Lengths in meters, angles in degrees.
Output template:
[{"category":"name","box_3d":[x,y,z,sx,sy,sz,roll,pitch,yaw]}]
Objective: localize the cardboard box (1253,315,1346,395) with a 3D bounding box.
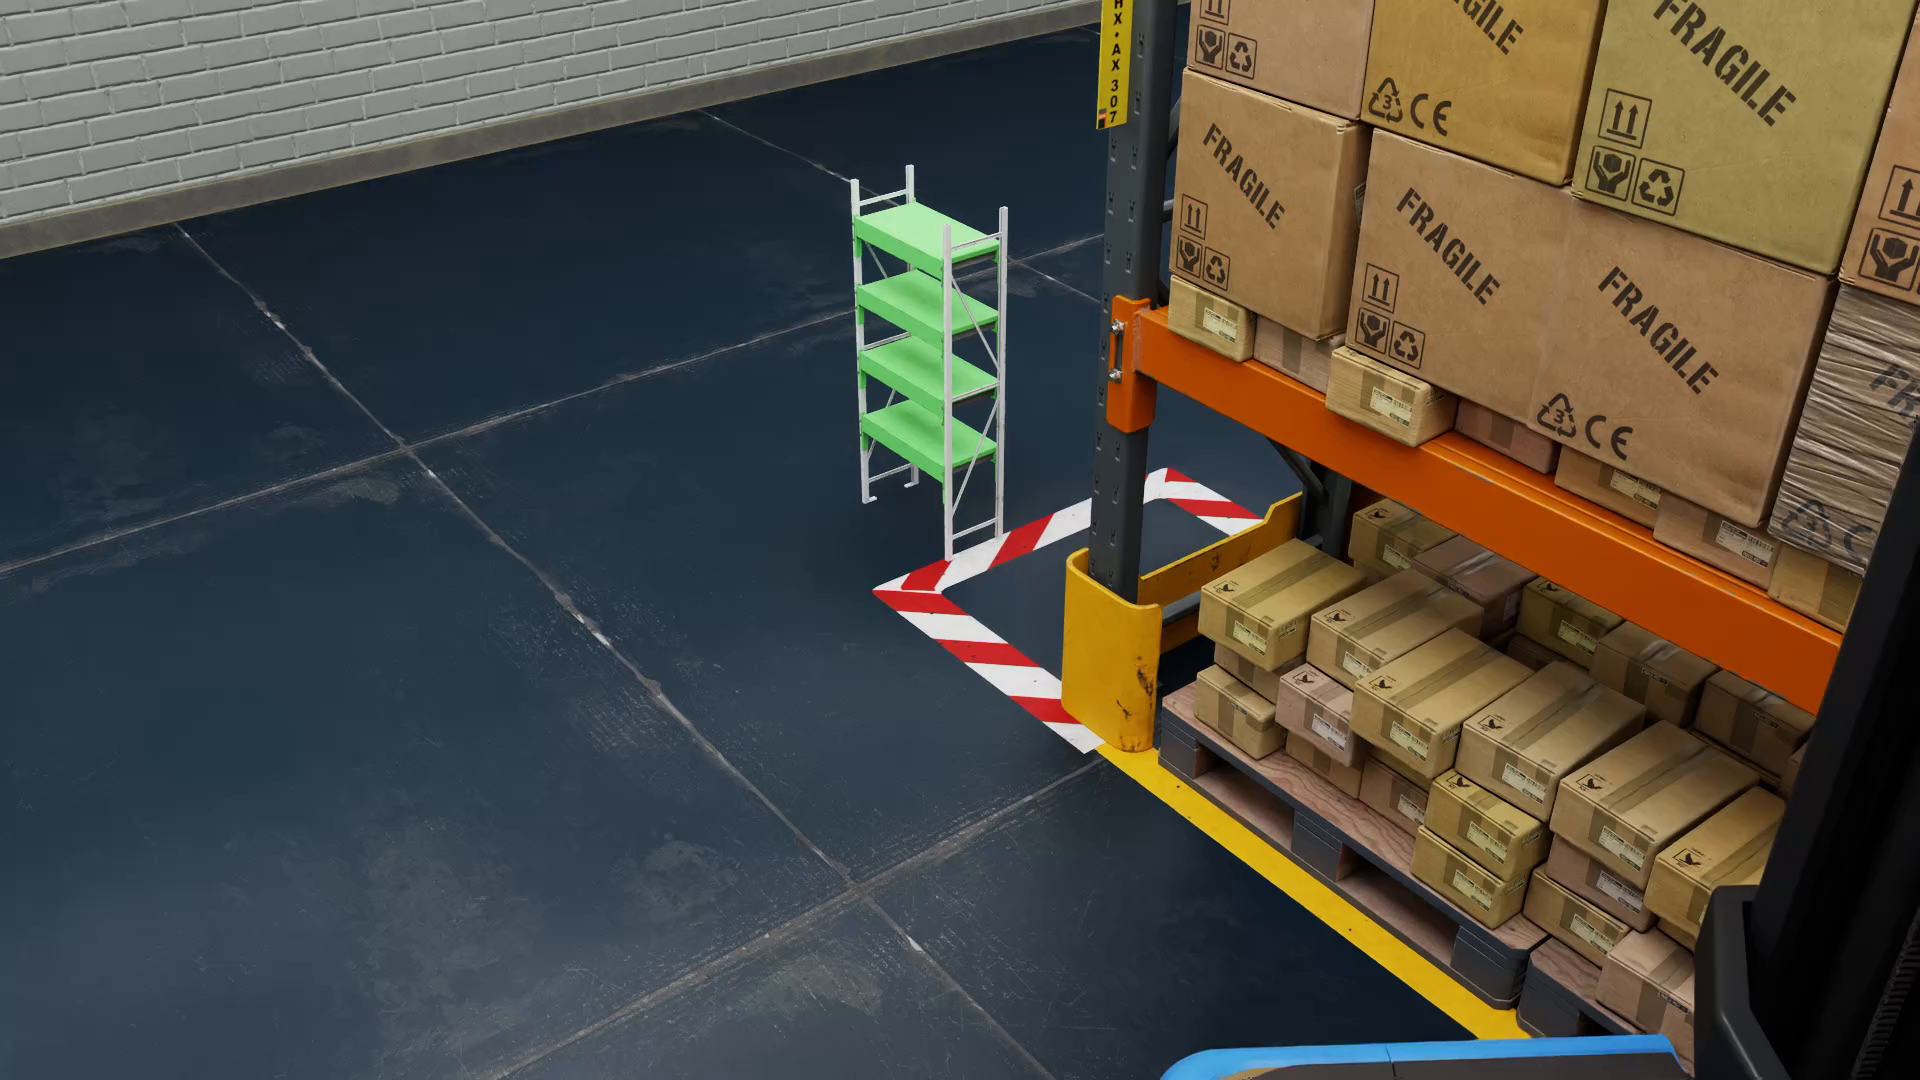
[{"category":"cardboard box","box_3d":[0.924,-0.501,3.952,0.380,0.149,0.250,-21,37,-30]}]

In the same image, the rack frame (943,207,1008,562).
[{"category":"rack frame","box_3d":[0.048,-0.477,5.381,0.240,1.200,0.015,-22,38,-31]}]

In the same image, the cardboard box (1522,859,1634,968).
[{"category":"cardboard box","box_3d":[1.549,0.814,3.900,0.380,0.149,0.250,-22,38,-31]}]

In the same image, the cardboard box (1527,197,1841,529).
[{"category":"cardboard box","box_3d":[1.491,-0.411,3.192,0.500,0.500,0.500,-22,38,-31]}]

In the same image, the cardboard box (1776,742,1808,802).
[{"category":"cardboard box","box_3d":[2.080,0.535,3.786,0.380,0.149,0.250,-24,39,-33]}]

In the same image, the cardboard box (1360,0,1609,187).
[{"category":"cardboard box","box_3d":[1.176,-1.054,3.280,0.500,0.500,0.500,-21,38,-30]}]

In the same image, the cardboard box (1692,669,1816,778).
[{"category":"cardboard box","box_3d":[2.006,0.389,4.020,0.380,0.149,0.250,-21,37,-30]}]

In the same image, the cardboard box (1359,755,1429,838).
[{"category":"cardboard box","box_3d":[1.247,0.597,4.250,0.380,0.149,0.250,-22,38,-31]}]

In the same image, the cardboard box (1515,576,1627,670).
[{"category":"cardboard box","box_3d":[1.688,0.167,4.378,0.380,0.149,0.250,-23,39,-32]}]

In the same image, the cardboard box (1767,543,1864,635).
[{"category":"cardboard box","box_3d":[1.732,0.040,3.081,0.380,0.149,0.250,-21,37,-30]}]

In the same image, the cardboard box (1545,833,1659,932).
[{"category":"cardboard box","box_3d":[1.567,0.694,3.812,0.380,0.149,0.250,-24,39,-34]}]

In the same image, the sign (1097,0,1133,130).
[{"category":"sign","box_3d":[0.367,-1.134,3.912,0.100,0.325,0.005,-22,38,-31]}]

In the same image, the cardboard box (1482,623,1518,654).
[{"category":"cardboard box","box_3d":[1.462,0.219,4.577,0.380,0.149,0.250,-23,39,-32]}]

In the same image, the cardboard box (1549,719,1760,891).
[{"category":"cardboard box","box_3d":[1.546,0.584,3.707,0.380,0.149,0.250,-21,37,-30]}]

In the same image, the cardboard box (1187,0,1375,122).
[{"category":"cardboard box","box_3d":[0.861,-1.262,3.615,0.500,0.500,0.500,-23,38,-32]}]

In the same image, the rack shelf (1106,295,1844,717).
[{"category":"rack shelf","box_3d":[2.022,0.197,3.271,1.077,0.370,4.000,-22,38,-31]}]

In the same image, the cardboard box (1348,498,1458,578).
[{"category":"cardboard box","box_3d":[1.320,-0.023,4.684,0.380,0.149,0.250,-22,38,-31]}]

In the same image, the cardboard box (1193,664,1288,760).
[{"category":"cardboard box","box_3d":[0.864,0.413,4.546,0.380,0.149,0.250,-21,38,-30]}]

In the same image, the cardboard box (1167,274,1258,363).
[{"category":"cardboard box","box_3d":[0.735,-0.594,4.101,0.380,0.149,0.250,-23,38,-32]}]

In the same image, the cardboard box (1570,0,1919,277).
[{"category":"cardboard box","box_3d":[1.477,-0.830,2.919,0.500,0.500,0.500,-23,39,-32]}]

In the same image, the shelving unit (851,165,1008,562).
[{"category":"shelving unit","box_3d":[-0.102,-0.579,5.545,0.258,1.200,0.503,-22,38,-31]}]

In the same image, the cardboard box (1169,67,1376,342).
[{"category":"cardboard box","box_3d":[0.853,-0.834,3.873,0.500,0.500,0.500,-20,37,-29]}]

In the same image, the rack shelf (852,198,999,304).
[{"category":"rack shelf","box_3d":[-0.102,-0.932,5.325,0.258,0.148,0.480,-22,38,-31]}]

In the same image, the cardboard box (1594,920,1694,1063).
[{"category":"cardboard box","box_3d":[1.633,0.946,3.688,0.380,0.149,0.250,-24,39,-34]}]

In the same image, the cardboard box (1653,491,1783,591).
[{"category":"cardboard box","box_3d":[1.590,-0.075,3.266,0.380,0.149,0.250,-23,39,-32]}]

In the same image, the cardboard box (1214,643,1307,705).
[{"category":"cardboard box","box_3d":[0.914,0.266,4.501,0.380,0.149,0.250,-21,37,-29]}]

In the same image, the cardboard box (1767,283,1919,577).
[{"category":"cardboard box","box_3d":[1.809,-0.201,2.853,0.500,0.500,0.500,-23,39,-33]}]

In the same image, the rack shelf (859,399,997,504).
[{"category":"rack shelf","box_3d":[-0.102,-0.321,5.705,0.258,0.148,0.480,-22,38,-31]}]

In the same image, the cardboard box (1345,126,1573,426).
[{"category":"cardboard box","box_3d":[1.201,-0.619,3.527,0.500,0.500,0.500,-22,38,-31]}]

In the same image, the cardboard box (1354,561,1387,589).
[{"category":"cardboard box","box_3d":[1.345,0.092,4.781,0.380,0.149,0.250,-23,39,-33]}]

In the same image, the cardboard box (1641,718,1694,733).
[{"category":"cardboard box","box_3d":[1.748,0.454,4.199,0.380,0.149,0.250,-23,38,-32]}]

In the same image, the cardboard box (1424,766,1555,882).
[{"category":"cardboard box","box_3d":[1.329,0.614,3.941,0.380,0.149,0.250,-21,38,-30]}]

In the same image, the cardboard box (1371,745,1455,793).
[{"category":"cardboard box","box_3d":[1.257,0.472,4.169,0.380,0.149,0.250,-22,38,-31]}]

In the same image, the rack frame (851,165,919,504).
[{"category":"rack frame","box_3d":[-0.251,-0.680,5.708,0.240,1.200,0.015,-22,38,-31]}]

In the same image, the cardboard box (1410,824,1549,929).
[{"category":"cardboard box","box_3d":[1.317,0.739,4.022,0.380,0.149,0.250,-22,38,-31]}]

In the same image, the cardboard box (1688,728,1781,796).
[{"category":"cardboard box","box_3d":[1.992,0.520,4.092,0.380,0.149,0.250,-22,38,-31]}]

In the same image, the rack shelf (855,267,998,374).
[{"category":"rack shelf","box_3d":[-0.102,-0.728,5.452,0.258,0.148,0.480,-22,38,-31]}]

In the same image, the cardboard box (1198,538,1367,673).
[{"category":"cardboard box","box_3d":[0.848,0.166,4.379,0.380,0.149,0.250,-24,39,-33]}]

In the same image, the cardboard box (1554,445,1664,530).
[{"category":"cardboard box","box_3d":[1.461,-0.187,3.446,0.380,0.149,0.250,-23,38,-32]}]

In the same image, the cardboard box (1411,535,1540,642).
[{"category":"cardboard box","box_3d":[1.429,0.100,4.486,0.380,0.149,0.250,-21,38,-30]}]

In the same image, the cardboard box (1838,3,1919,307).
[{"category":"cardboard box","box_3d":[1.792,-0.619,2.579,0.500,0.500,0.500,-24,39,-33]}]

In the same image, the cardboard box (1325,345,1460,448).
[{"category":"cardboard box","box_3d":[1.047,-0.372,3.744,0.380,0.149,0.250,-23,39,-33]}]

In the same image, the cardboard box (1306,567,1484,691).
[{"category":"cardboard box","box_3d":[1.113,0.242,4.257,0.380,0.149,0.250,-22,38,-31]}]

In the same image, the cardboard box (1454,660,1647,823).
[{"category":"cardboard box","box_3d":[1.383,0.466,3.898,0.380,0.149,0.250,-24,39,-34]}]

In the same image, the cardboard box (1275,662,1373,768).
[{"category":"cardboard box","box_3d":[1.037,0.398,4.288,0.380,0.149,0.250,-22,38,-32]}]

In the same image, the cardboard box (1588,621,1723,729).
[{"category":"cardboard box","box_3d":[1.797,0.295,4.171,0.380,0.149,0.250,-24,39,-33]}]

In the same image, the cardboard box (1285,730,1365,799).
[{"category":"cardboard box","box_3d":[1.089,0.495,4.413,0.380,0.149,0.250,-22,38,-32]}]

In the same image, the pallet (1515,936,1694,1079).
[{"category":"pallet","box_3d":[2.056,1.133,3.726,1.003,0.211,1.213,-22,38,-31]}]

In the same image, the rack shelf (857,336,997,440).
[{"category":"rack shelf","box_3d":[-0.102,-0.524,5.578,0.258,0.148,0.480,-22,38,-31]}]

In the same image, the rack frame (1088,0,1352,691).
[{"category":"rack frame","box_3d":[0.796,-0.942,4.423,1.000,3.000,0.127,-22,38,-31]}]

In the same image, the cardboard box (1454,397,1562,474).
[{"category":"cardboard box","box_3d":[1.314,-0.308,3.641,0.380,0.149,0.250,-20,37,-29]}]

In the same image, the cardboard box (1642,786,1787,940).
[{"category":"cardboard box","box_3d":[1.671,0.709,3.506,0.380,0.149,0.250,-22,38,-31]}]

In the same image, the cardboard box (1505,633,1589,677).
[{"category":"cardboard box","box_3d":[1.665,0.308,4.433,0.380,0.149,0.250,-24,39,-33]}]

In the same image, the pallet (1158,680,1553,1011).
[{"category":"pallet","box_3d":[1.312,0.625,4.544,1.003,0.211,1.213,-22,38,-31]}]

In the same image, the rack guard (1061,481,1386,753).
[{"category":"rack guard","box_3d":[0.842,0.152,5.032,1.175,0.500,0.348,-22,38,-31]}]

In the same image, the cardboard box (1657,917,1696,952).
[{"category":"cardboard box","box_3d":[1.766,0.793,3.652,0.380,0.149,0.250,-20,37,-29]}]

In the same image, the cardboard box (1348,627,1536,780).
[{"category":"cardboard box","box_3d":[1.166,0.389,4.021,0.380,0.149,0.250,-22,38,-32]}]
